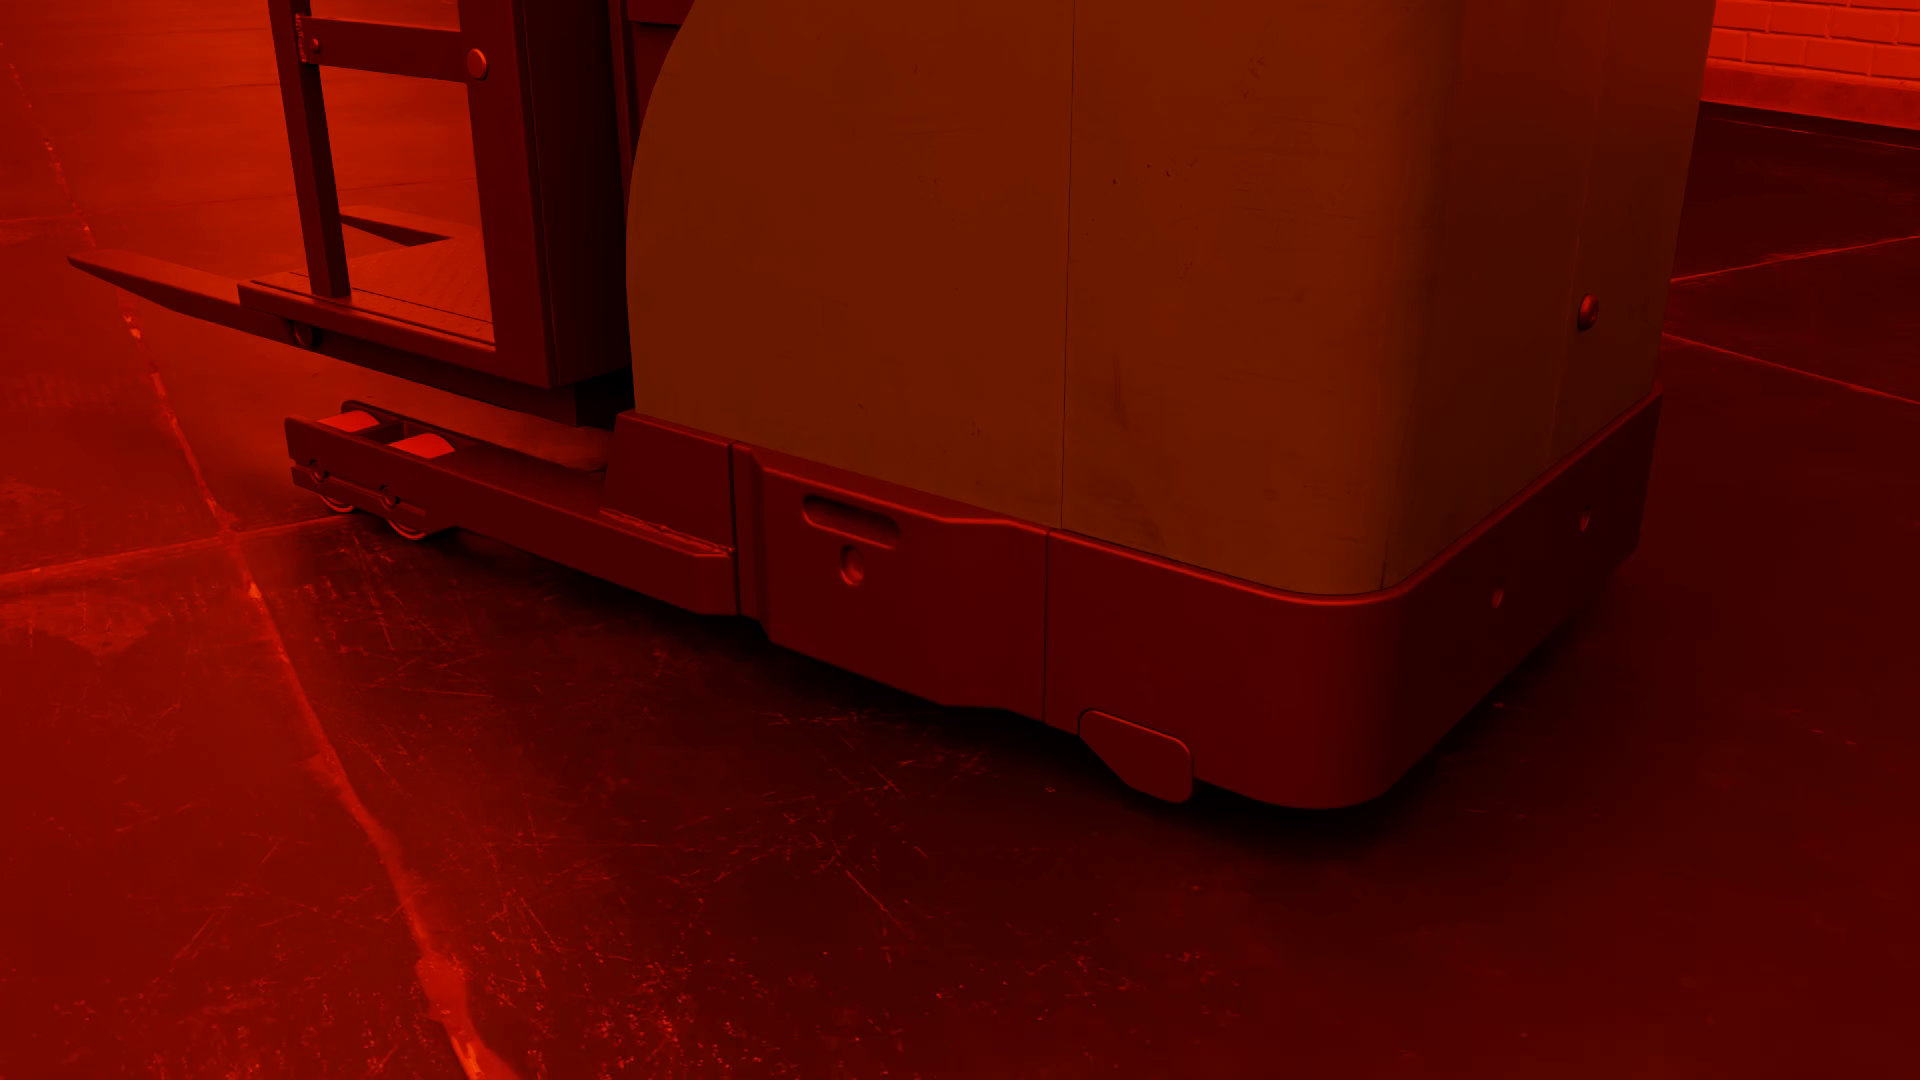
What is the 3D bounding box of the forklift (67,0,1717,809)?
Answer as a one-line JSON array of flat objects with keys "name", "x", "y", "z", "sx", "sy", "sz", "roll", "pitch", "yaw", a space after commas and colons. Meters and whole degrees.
[{"name": "forklift", "x": -0.481, "y": -1.497, "z": 2.422, "sx": 3.031, "sy": 2.935, "sz": 1.130, "roll": 16, "pitch": 27, "yaw": 34}]
